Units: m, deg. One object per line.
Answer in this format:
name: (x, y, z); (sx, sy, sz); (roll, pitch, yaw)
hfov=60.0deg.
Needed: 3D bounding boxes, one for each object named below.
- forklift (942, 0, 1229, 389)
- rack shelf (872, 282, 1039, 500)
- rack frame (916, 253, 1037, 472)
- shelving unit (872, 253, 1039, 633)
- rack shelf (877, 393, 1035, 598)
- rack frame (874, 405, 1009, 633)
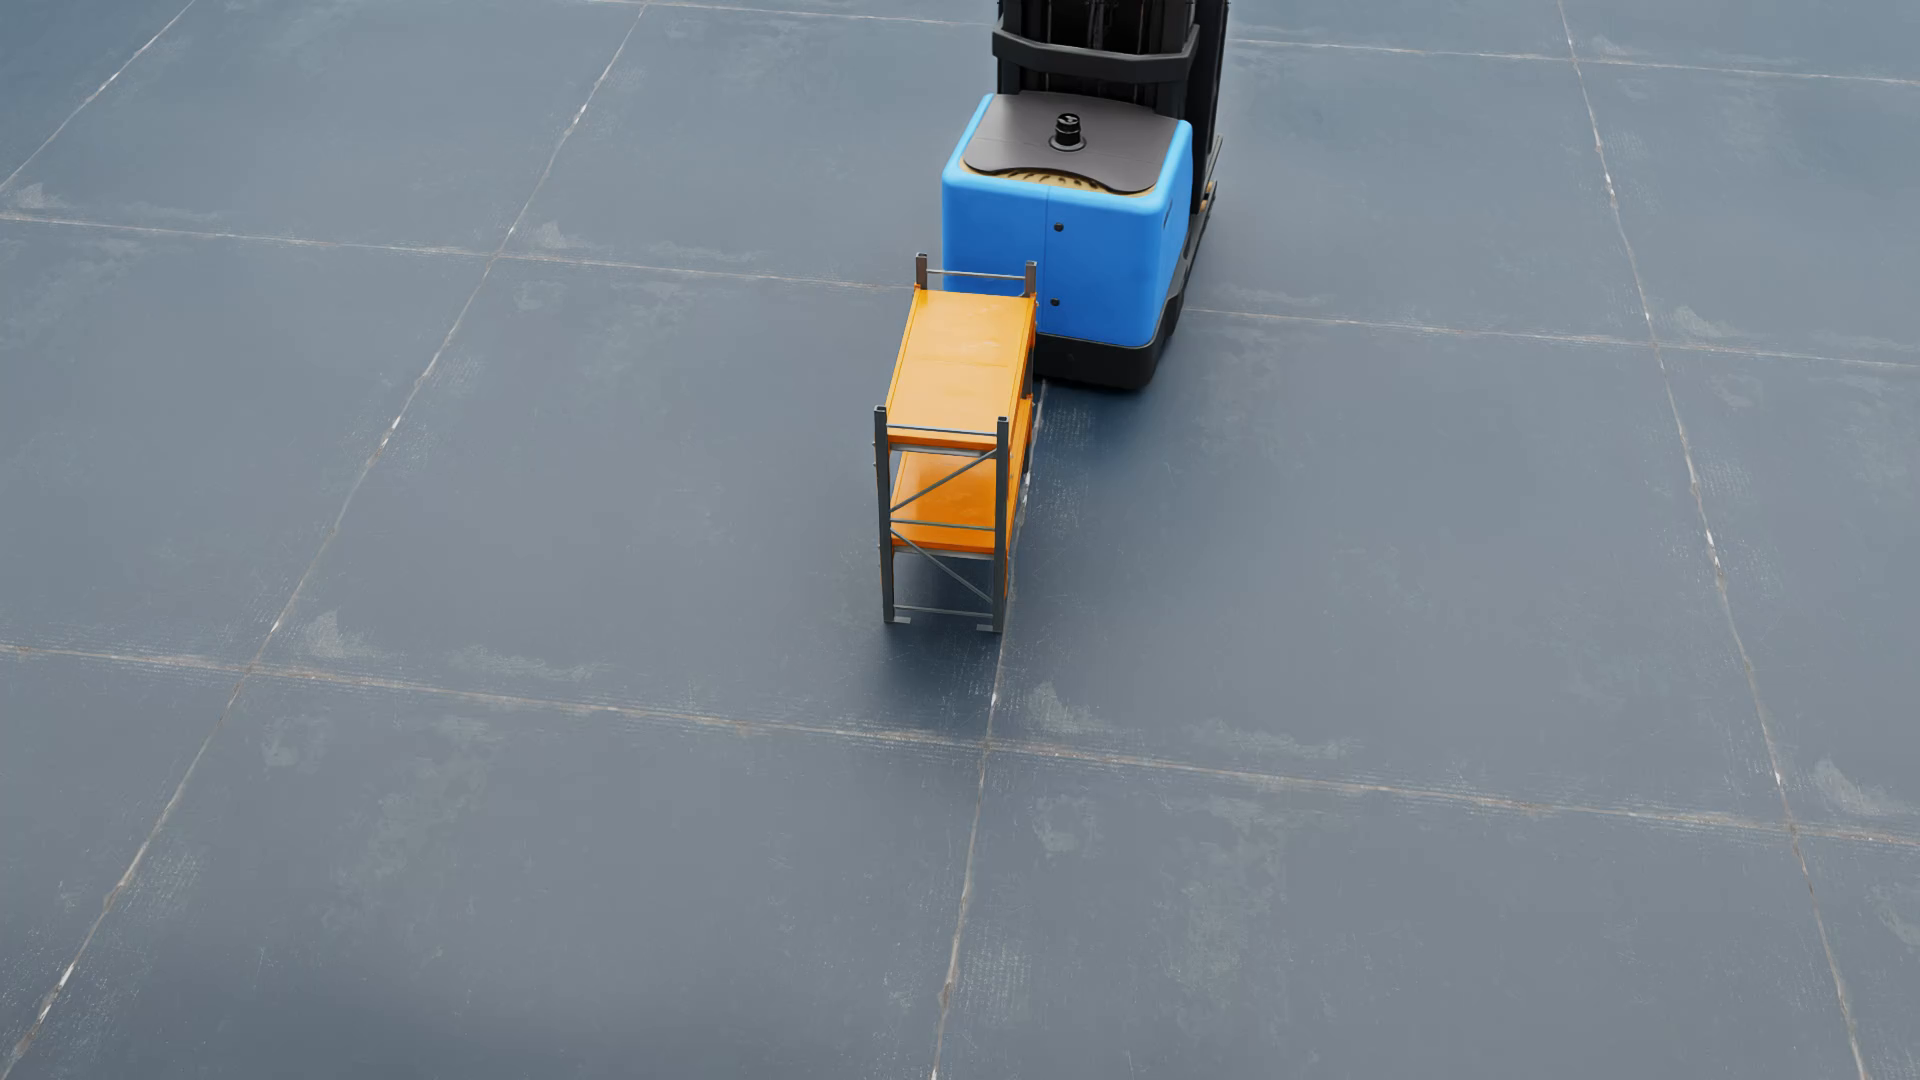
forklift: (0.791, -2.813, 8.112); (1.130, 2.935, 3.031); (11, 45, 11)
rack shelf: (-0.001, -0.616, 6.679); (0.538, 0.278, 1.000); (5, 44, 6)
rack frame: (0.066, -0.750, 7.246); (0.500, 1.125, 0.032); (5, 44, 6)
shelving unit: (-0.001, -0.404, 6.881); (0.538, 1.125, 1.048); (5, 44, 6)
rack shelf: (-0.001, -0.226, 7.049); (0.538, 0.278, 1.000); (5, 44, 6)
rack frame: (-0.068, -0.057, 6.515); (0.500, 1.125, 0.032); (5, 44, 6)
